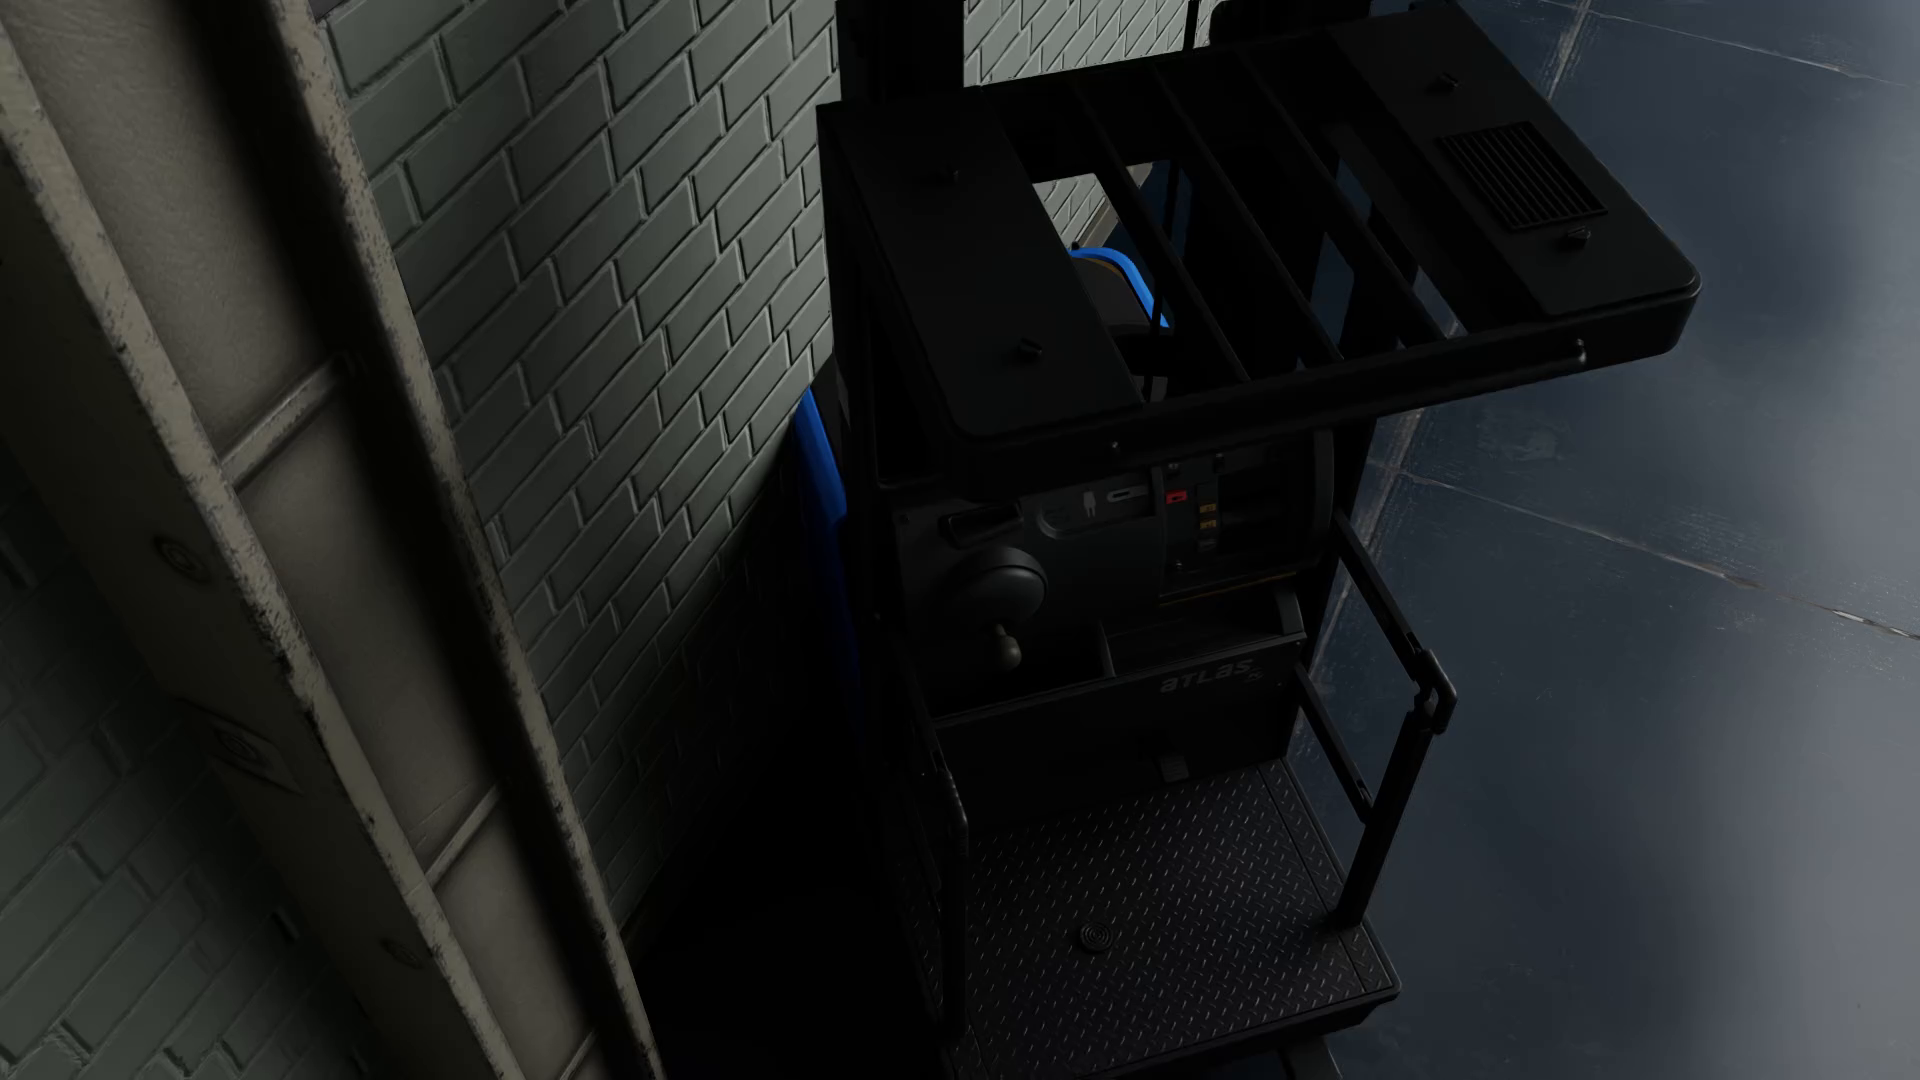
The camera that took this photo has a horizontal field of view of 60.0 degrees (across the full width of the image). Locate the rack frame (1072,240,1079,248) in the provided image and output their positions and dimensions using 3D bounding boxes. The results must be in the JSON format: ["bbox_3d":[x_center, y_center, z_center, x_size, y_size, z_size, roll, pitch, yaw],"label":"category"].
[{"bbox_3d":[0.237,-0.606,5.174,0.240,0.900,0.006,26,53,21],"label":"rack frame"}]

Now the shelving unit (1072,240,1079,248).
[{"bbox_3d":[0.181,-0.543,5.117,0.258,0.900,0.210,26,53,21],"label":"shelving unit"}]

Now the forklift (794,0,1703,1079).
[{"bbox_3d":[0.384,0.105,3.236,1.130,2.935,3.031,-13,51,-11],"label":"forklift"}]
